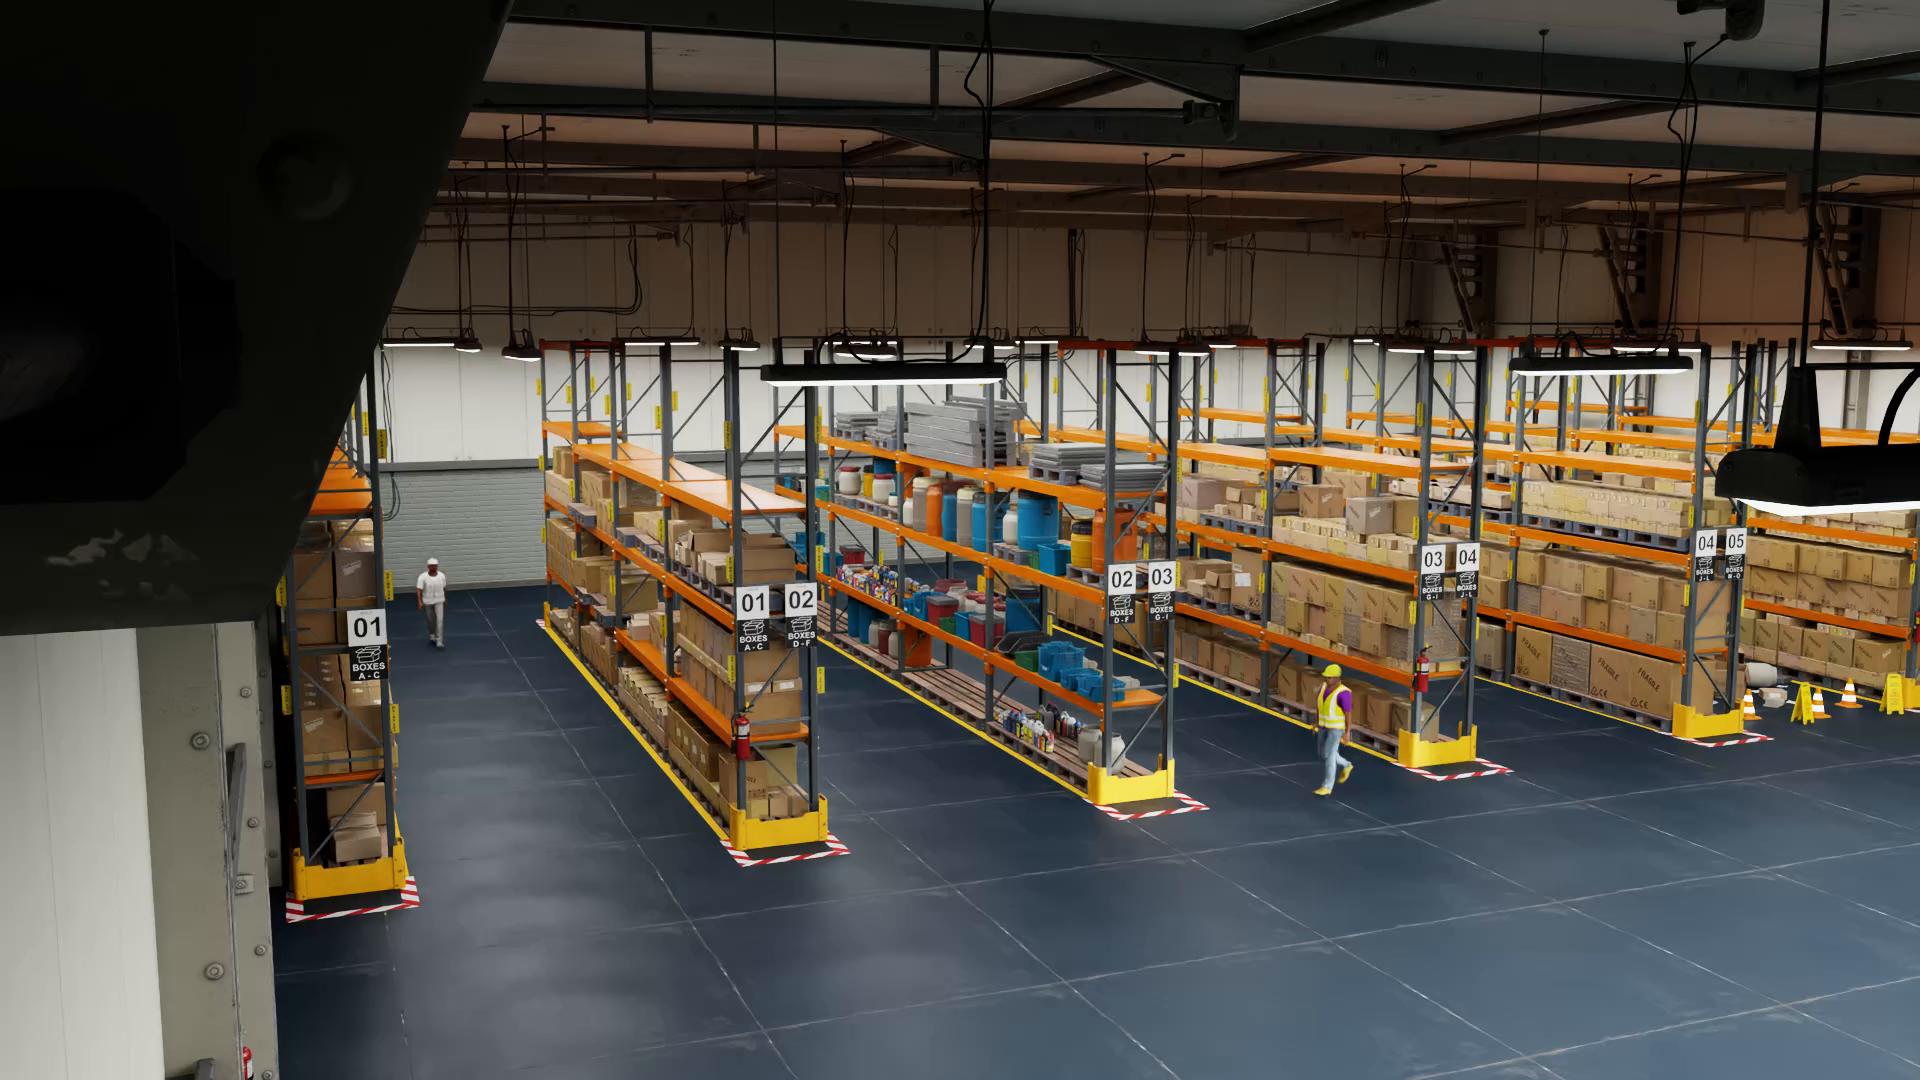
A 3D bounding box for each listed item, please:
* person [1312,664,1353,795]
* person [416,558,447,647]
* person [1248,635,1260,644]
[{"bbox_3d":[5.084,2.541,22.560,0.818,1.757,0.618,-4,8,-26],"label":"person"},{"bbox_3d":[-10.376,1.220,32.672,0.558,1.716,1.035,-2,8,-17],"label":"person"},{"bbox_3d":[5.821,1.327,32.257,0.468,1.607,0.969,-3,8,-20],"label":"person"}]
